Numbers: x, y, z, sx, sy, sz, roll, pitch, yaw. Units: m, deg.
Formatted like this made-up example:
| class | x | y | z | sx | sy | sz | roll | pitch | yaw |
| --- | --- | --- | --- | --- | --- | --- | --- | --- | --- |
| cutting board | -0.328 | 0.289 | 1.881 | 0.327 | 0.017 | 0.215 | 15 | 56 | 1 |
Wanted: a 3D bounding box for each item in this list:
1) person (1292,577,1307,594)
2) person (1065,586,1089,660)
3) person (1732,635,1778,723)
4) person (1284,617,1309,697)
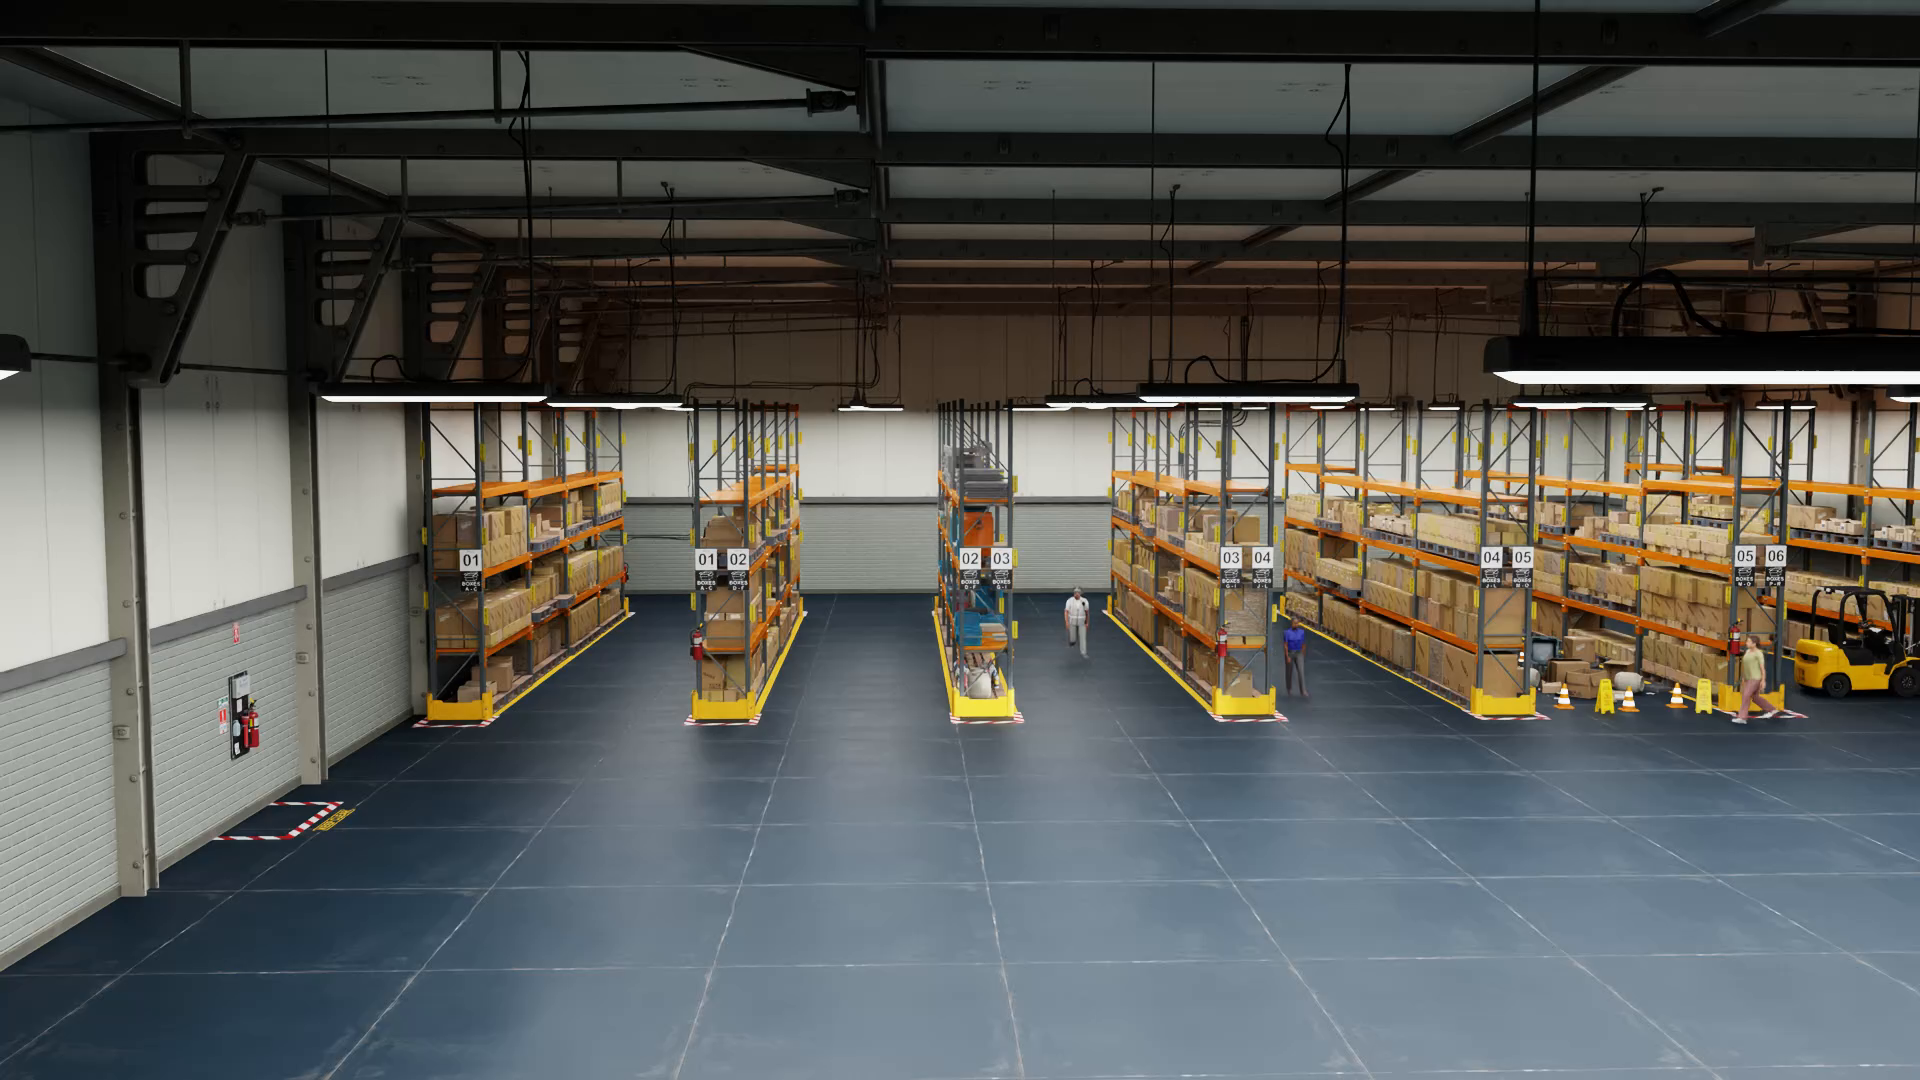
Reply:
| class | x | y | z | sx | sy | sz | roll | pitch | yaw |
| --- | --- | --- | --- | --- | --- | --- | --- | --- | --- |
| person | 10.027 | 1.126 | 48.821 | 0.677 | 1.771 | 0.583 | 0 | 4 | -3 |
| person | 2.710 | 1.911 | 38.468 | 0.576 | 1.675 | 1.082 | 0 | 4 | 2 |
| person | 14.705 | 2.565 | 30.732 | 0.967 | 1.633 | 0.466 | -1 | 4 | -8 |
| person | 6.761 | 2.349 | 33.539 | 0.464 | 1.609 | 0.992 | 0 | 4 | 5 |
